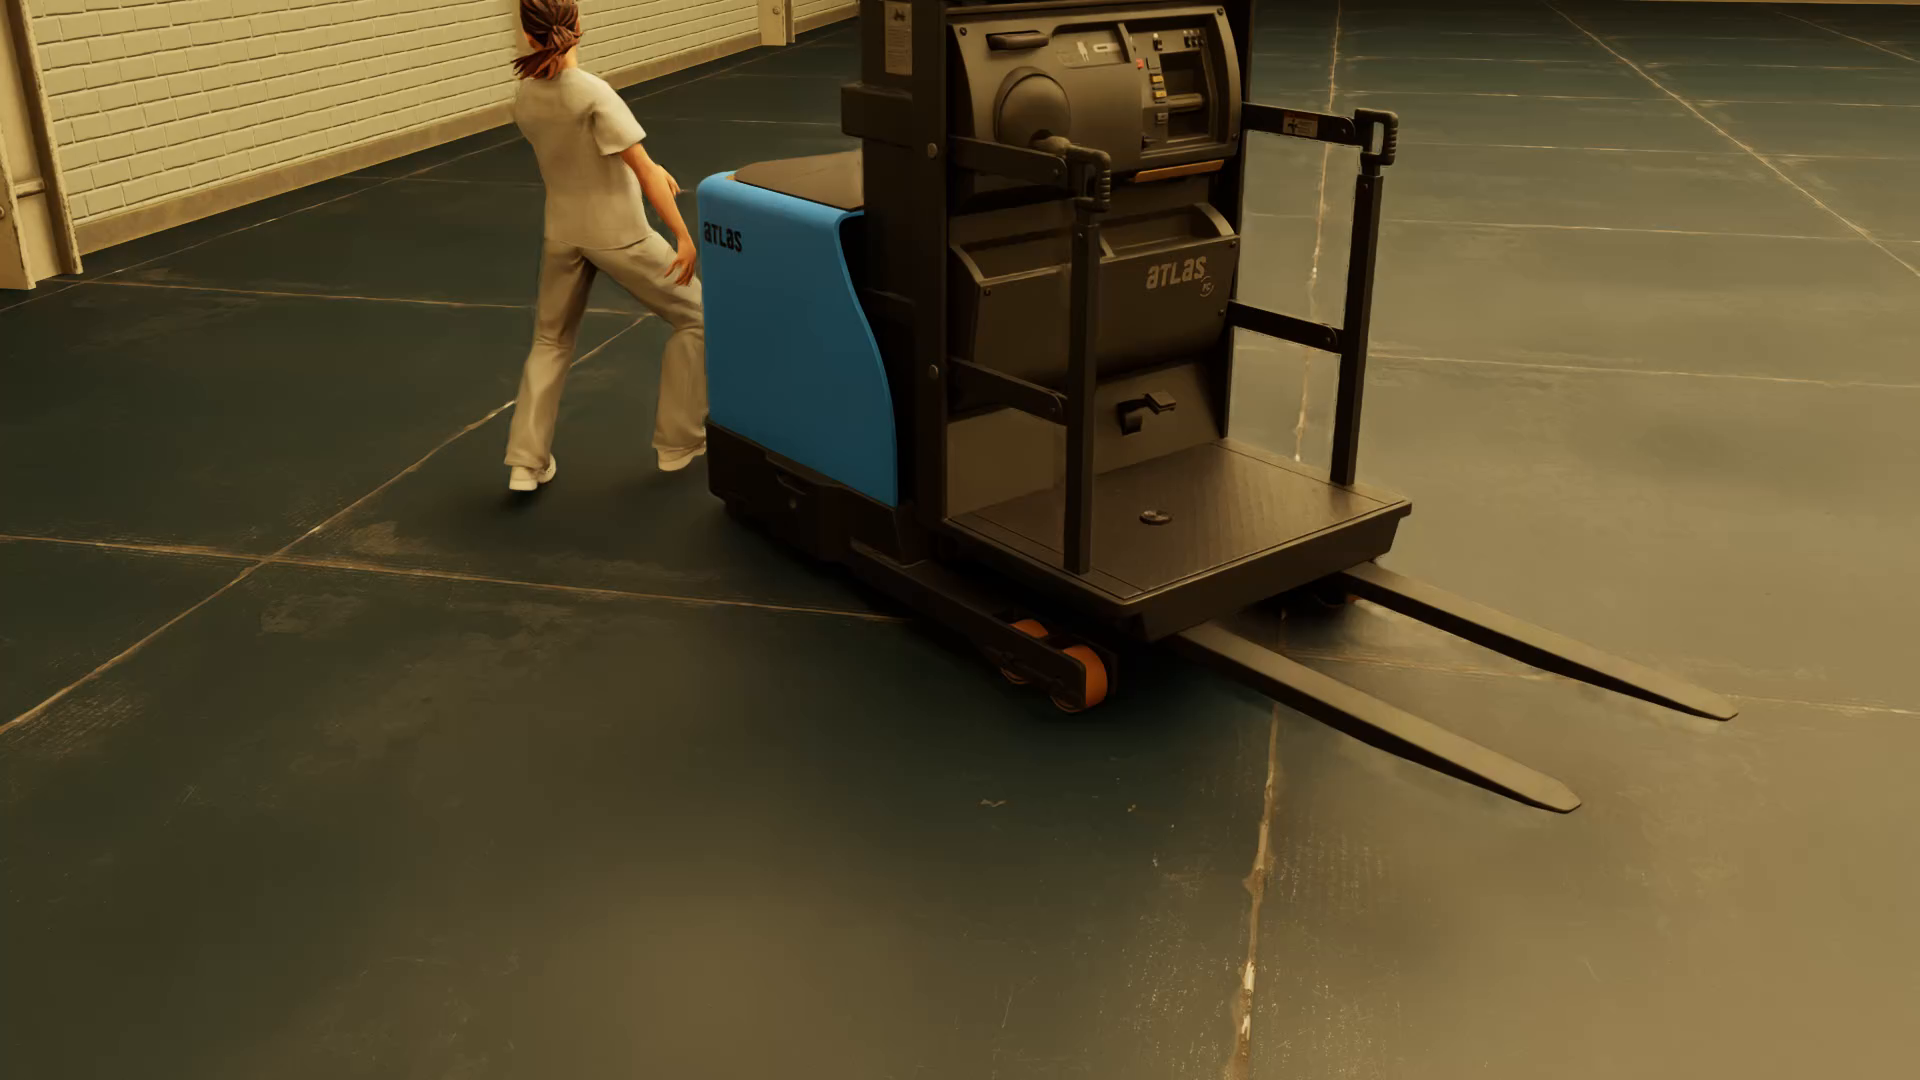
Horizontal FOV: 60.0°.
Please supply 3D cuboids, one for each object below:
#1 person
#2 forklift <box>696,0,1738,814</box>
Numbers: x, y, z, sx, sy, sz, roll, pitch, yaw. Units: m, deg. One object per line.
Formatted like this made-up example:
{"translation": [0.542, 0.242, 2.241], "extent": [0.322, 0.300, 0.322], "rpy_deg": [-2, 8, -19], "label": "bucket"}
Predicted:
{"translation": [-1.102, -0.967, 5.350], "extent": [0.639, 1.589, 0.778], "rpy_deg": [9, 24, 21], "label": "person"}
{"translation": [0.500, -1.143, 4.071], "extent": [1.130, 2.935, 3.031], "rpy_deg": [-17, 28, -35], "label": "forklift"}
